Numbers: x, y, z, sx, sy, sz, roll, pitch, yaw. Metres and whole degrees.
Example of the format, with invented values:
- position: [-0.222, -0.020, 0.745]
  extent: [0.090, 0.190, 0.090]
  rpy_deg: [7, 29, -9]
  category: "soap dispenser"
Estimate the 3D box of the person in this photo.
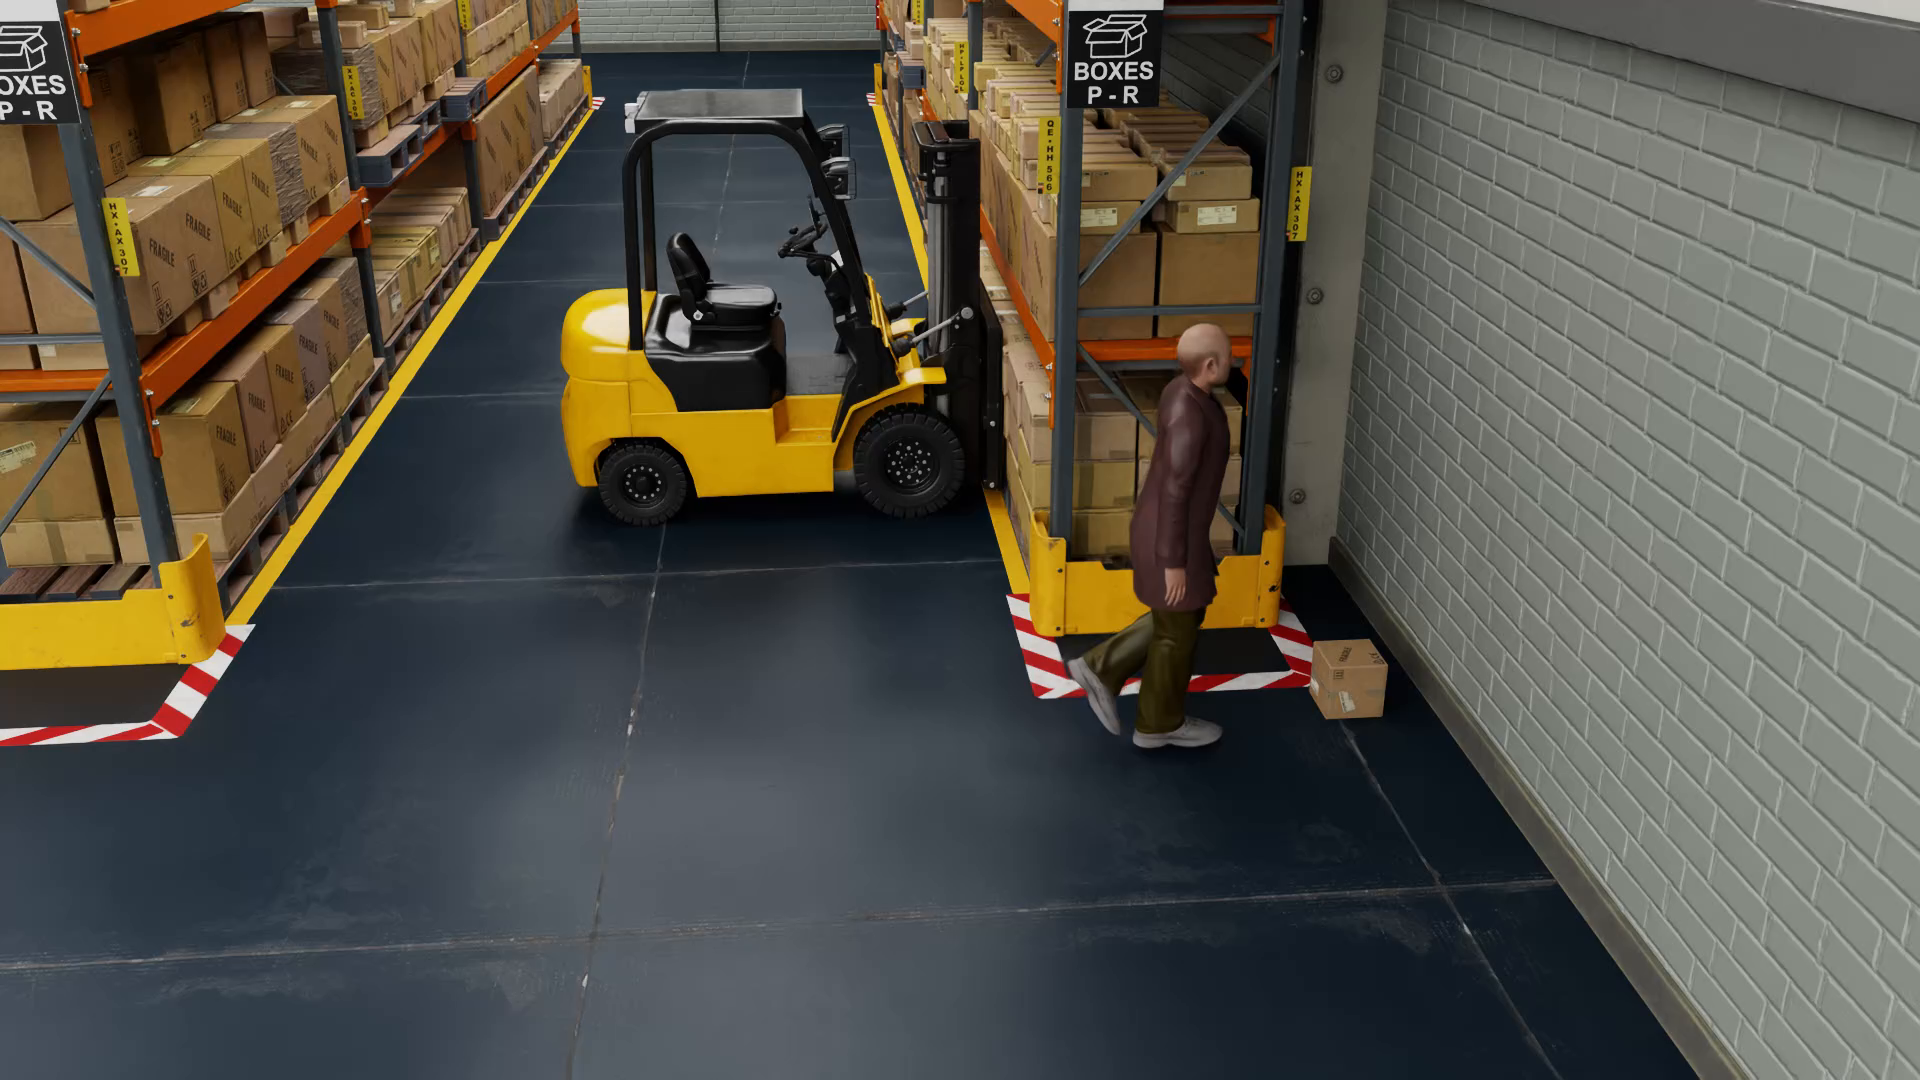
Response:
- position: [0.764, -0.012, 6.621]
  extent: [0.644, 1.755, 0.621]
  rpy_deg: [0, 23, 1]
  category: "person"
